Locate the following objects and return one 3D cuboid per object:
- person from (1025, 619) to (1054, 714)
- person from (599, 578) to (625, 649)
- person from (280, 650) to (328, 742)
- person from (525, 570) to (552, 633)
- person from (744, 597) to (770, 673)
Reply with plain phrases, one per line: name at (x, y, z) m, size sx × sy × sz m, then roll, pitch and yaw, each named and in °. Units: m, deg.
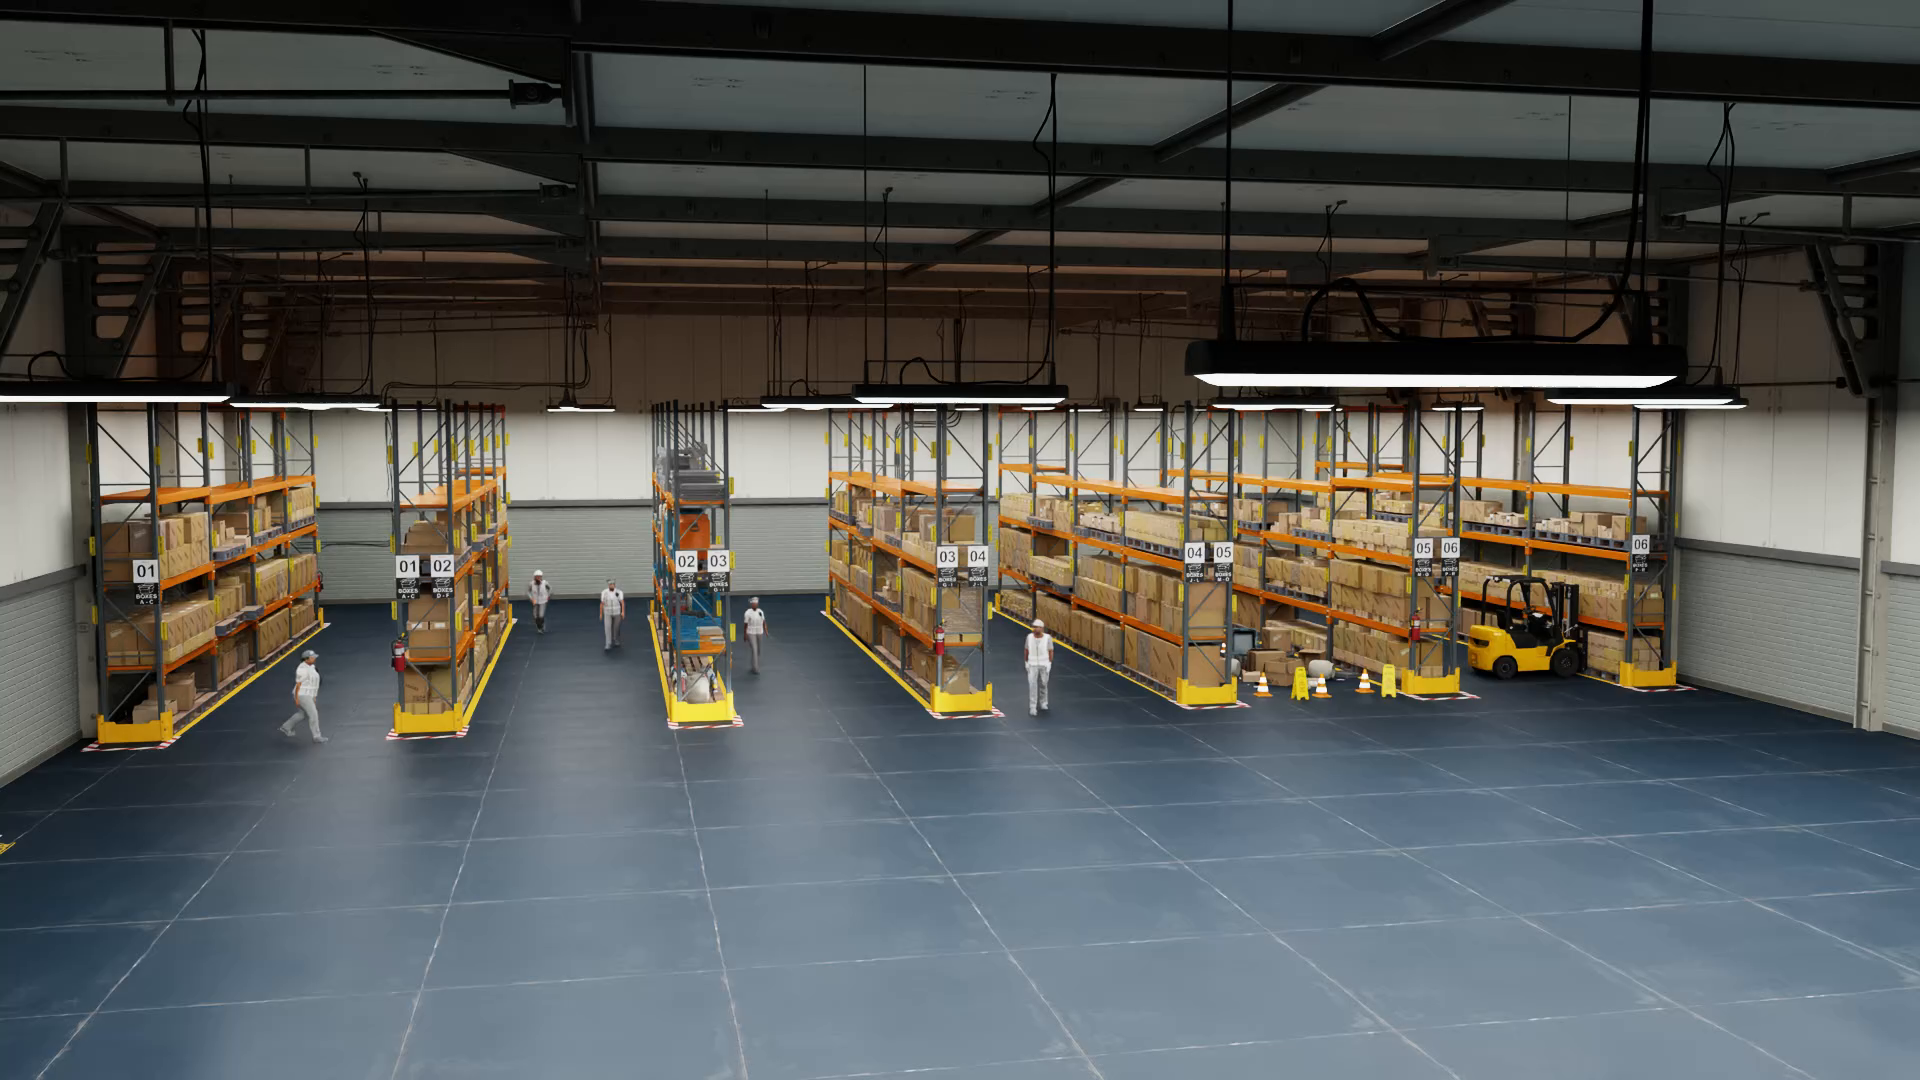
person at (1.508, 2.411, 31.923) m, size 0.569 × 1.759 × 0.841 m, roll 1°, pitch 4°, yaw 7°
person at (-8.516, 1.784, 40.686) m, size 0.632 × 1.702 × 1.074 m, roll -1°, pitch 4°, yaw -9°
person at (-11.505, 2.717, 29.132) m, size 1.019 × 1.604 × 0.476 m, roll 1°, pitch 4°, yaw 8°
person at (-10.986, 1.612, 43.423) m, size 0.639 × 1.681 × 0.725 m, roll 0°, pitch 4°, yaw -3°
person at (-4.560, 2.083, 37.102) m, size 0.511 × 1.640 × 0.980 m, roll -2°, pitch 5°, yaw -27°
